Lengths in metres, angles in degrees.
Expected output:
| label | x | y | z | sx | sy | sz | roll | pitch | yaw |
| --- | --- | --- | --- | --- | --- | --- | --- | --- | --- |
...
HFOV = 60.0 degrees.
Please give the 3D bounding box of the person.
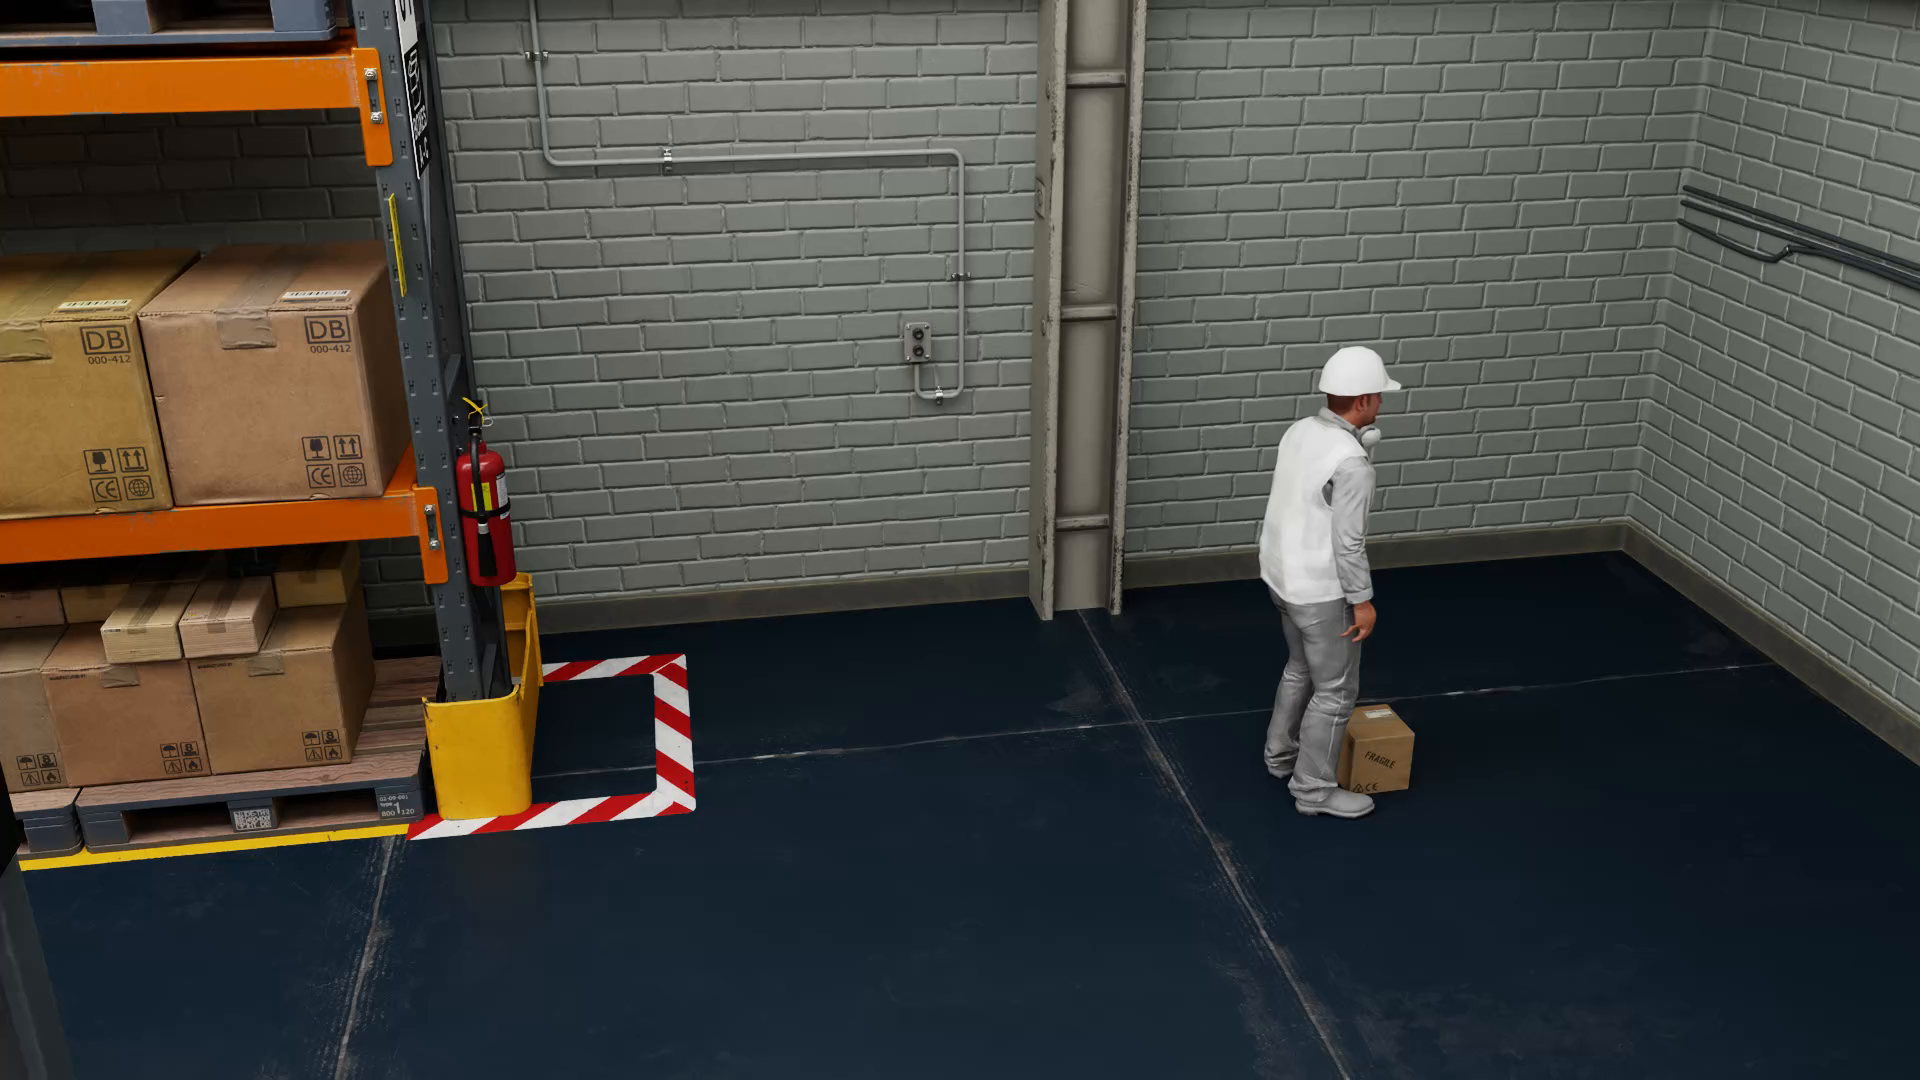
| label | x | y | z | sx | sy | sz | roll | pitch | yaw |
| --- | --- | --- | --- | --- | --- | --- | --- | --- | --- |
| person | 1.359 | 0.145 | 6.223 | 0.459 | 1.773 | 0.590 | -5 | 24 | -12 |
